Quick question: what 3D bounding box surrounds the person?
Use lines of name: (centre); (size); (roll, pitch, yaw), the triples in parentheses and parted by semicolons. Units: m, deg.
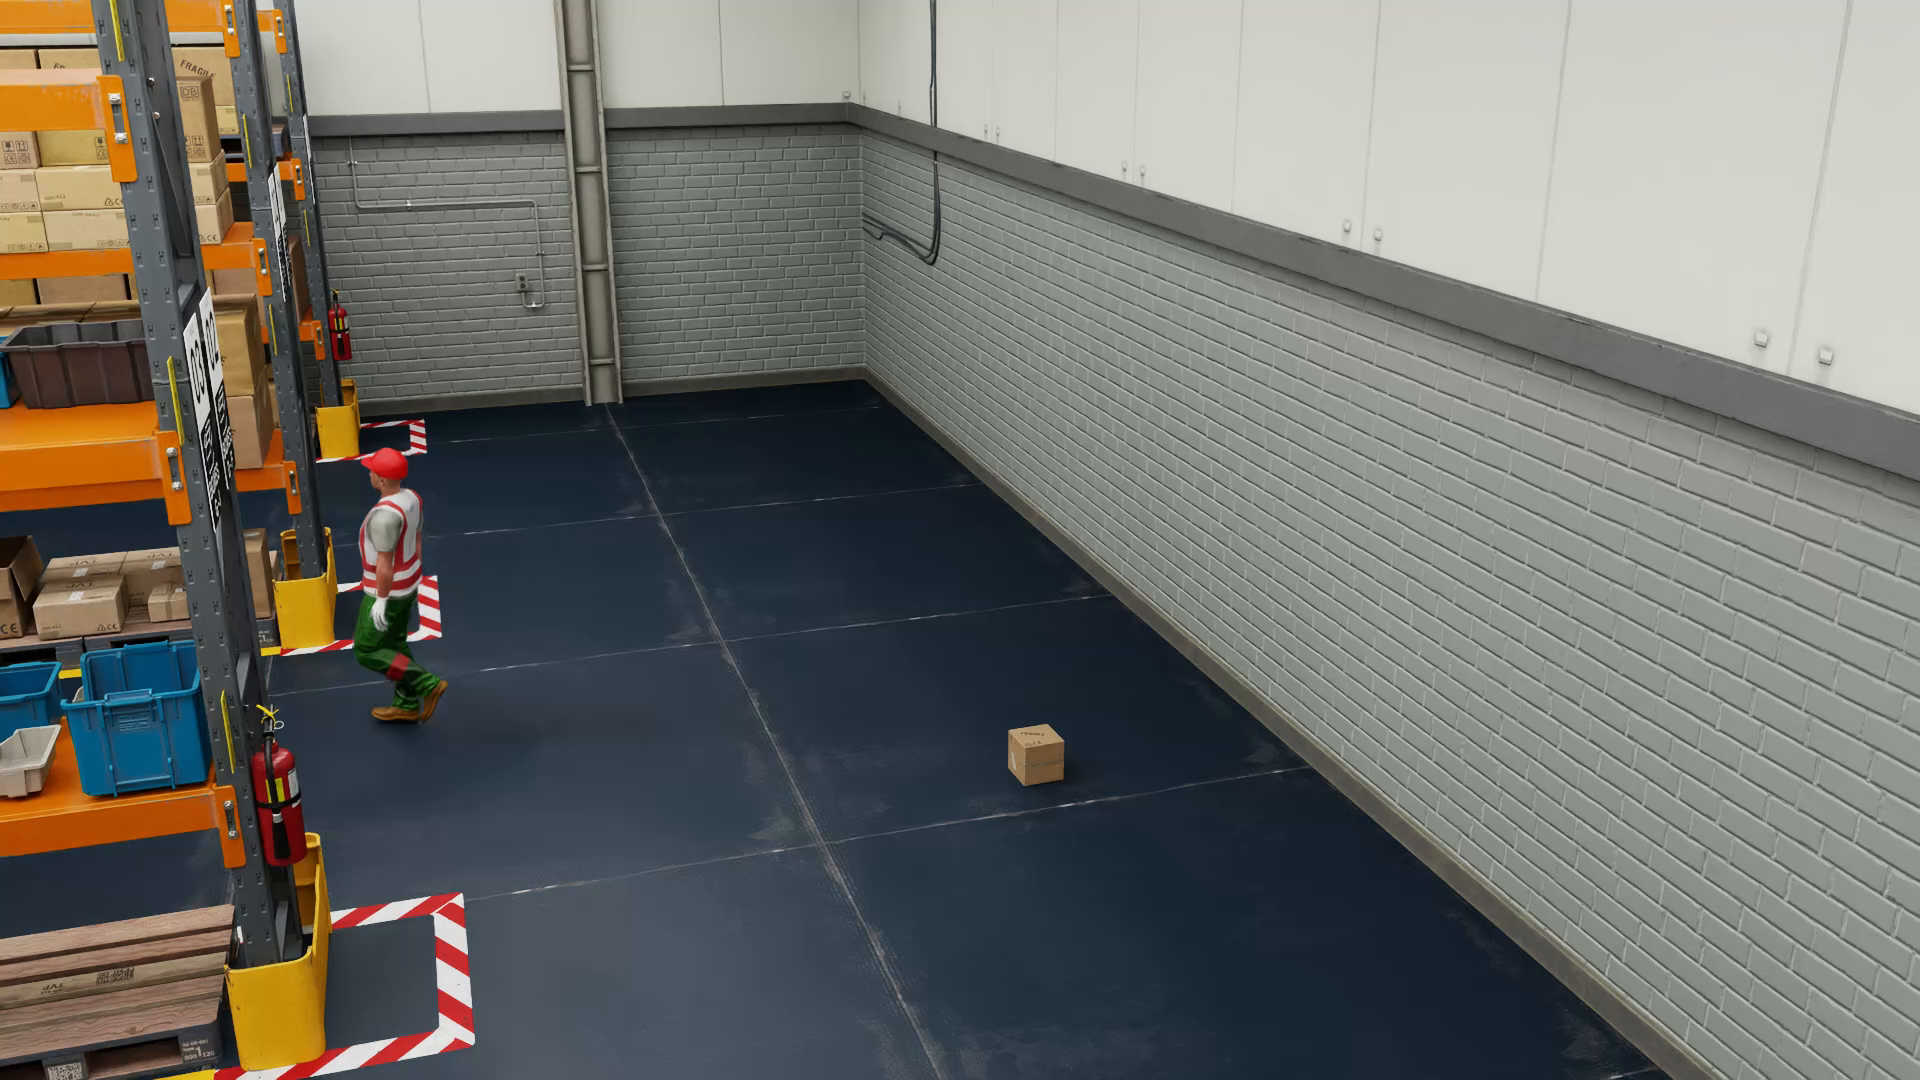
person: (-3.418, 0.299, 10.091); (0.555, 1.778, 0.558); (1, 19, 2)
